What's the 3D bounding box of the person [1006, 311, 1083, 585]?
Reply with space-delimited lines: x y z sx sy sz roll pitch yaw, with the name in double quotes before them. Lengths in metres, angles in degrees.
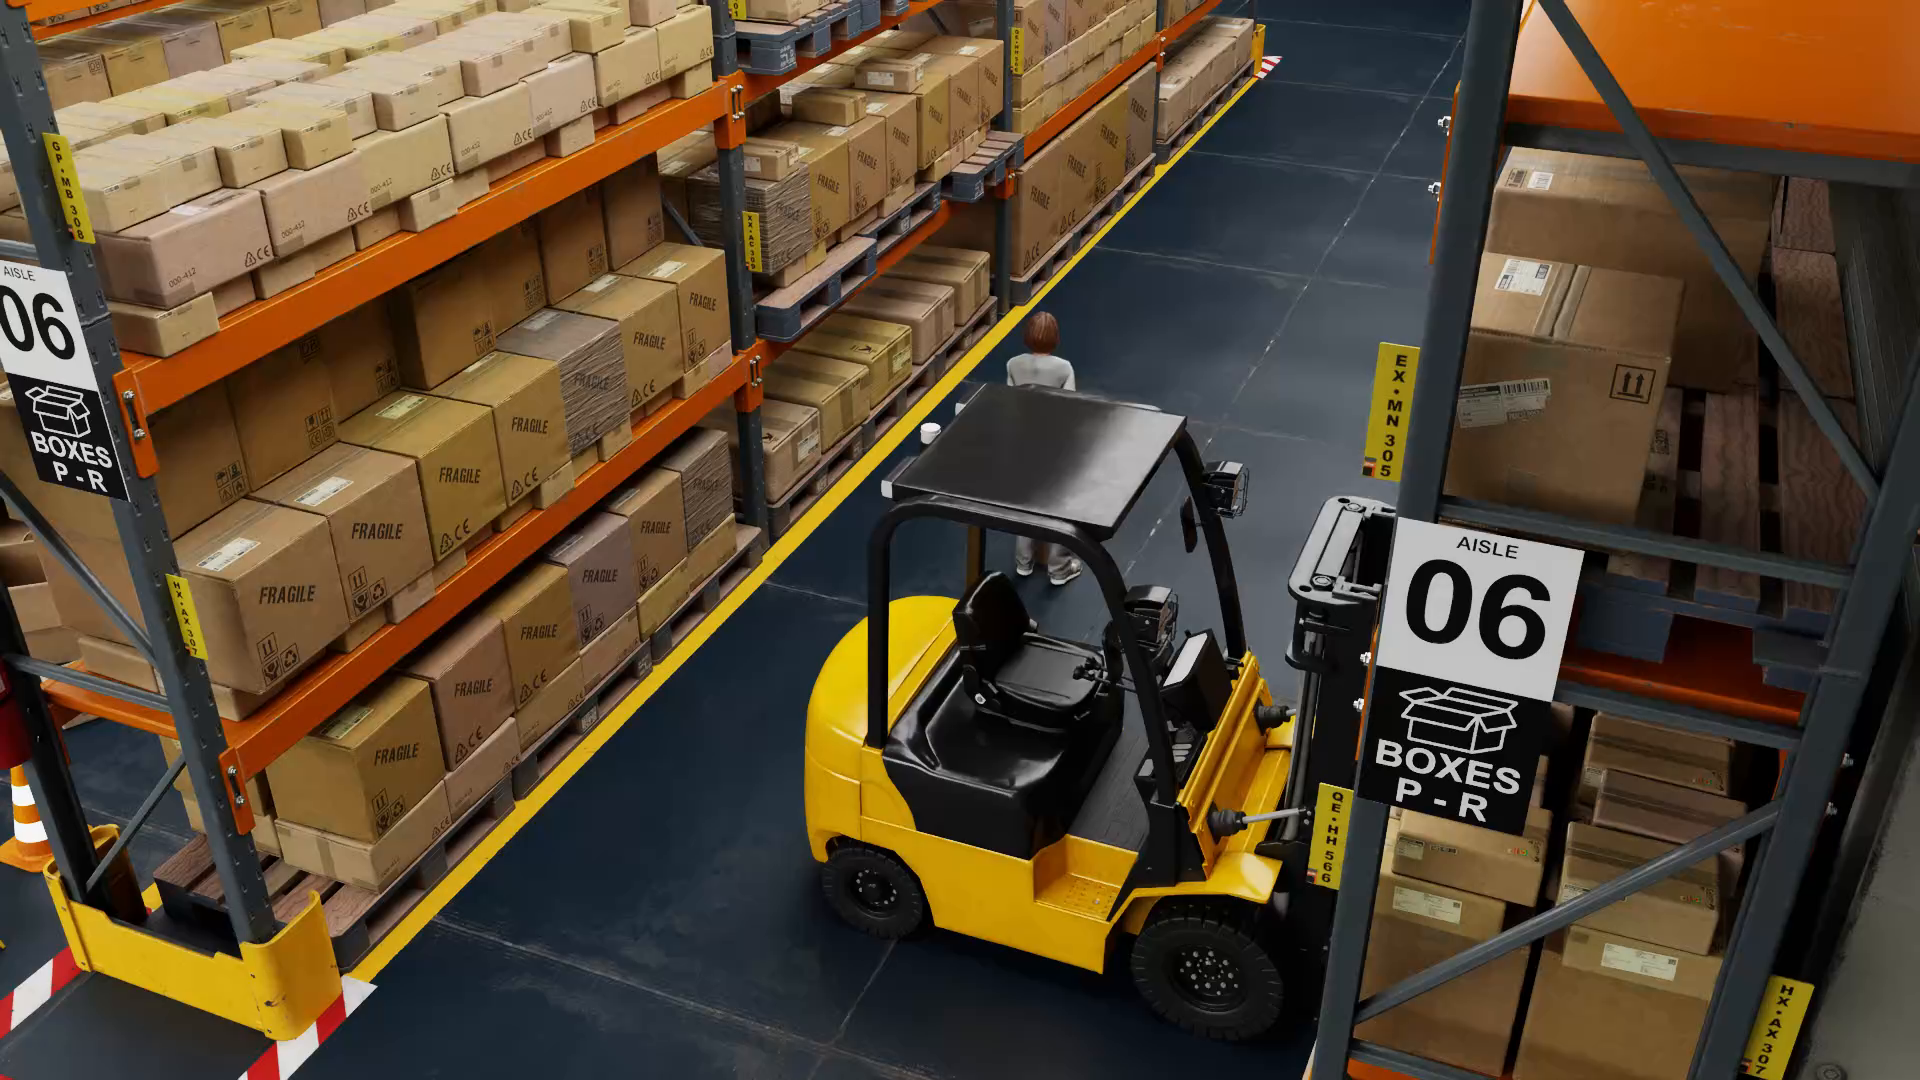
"person" 0.454 -0.493 9.261 0.477 1.580 0.377 10 31 16
